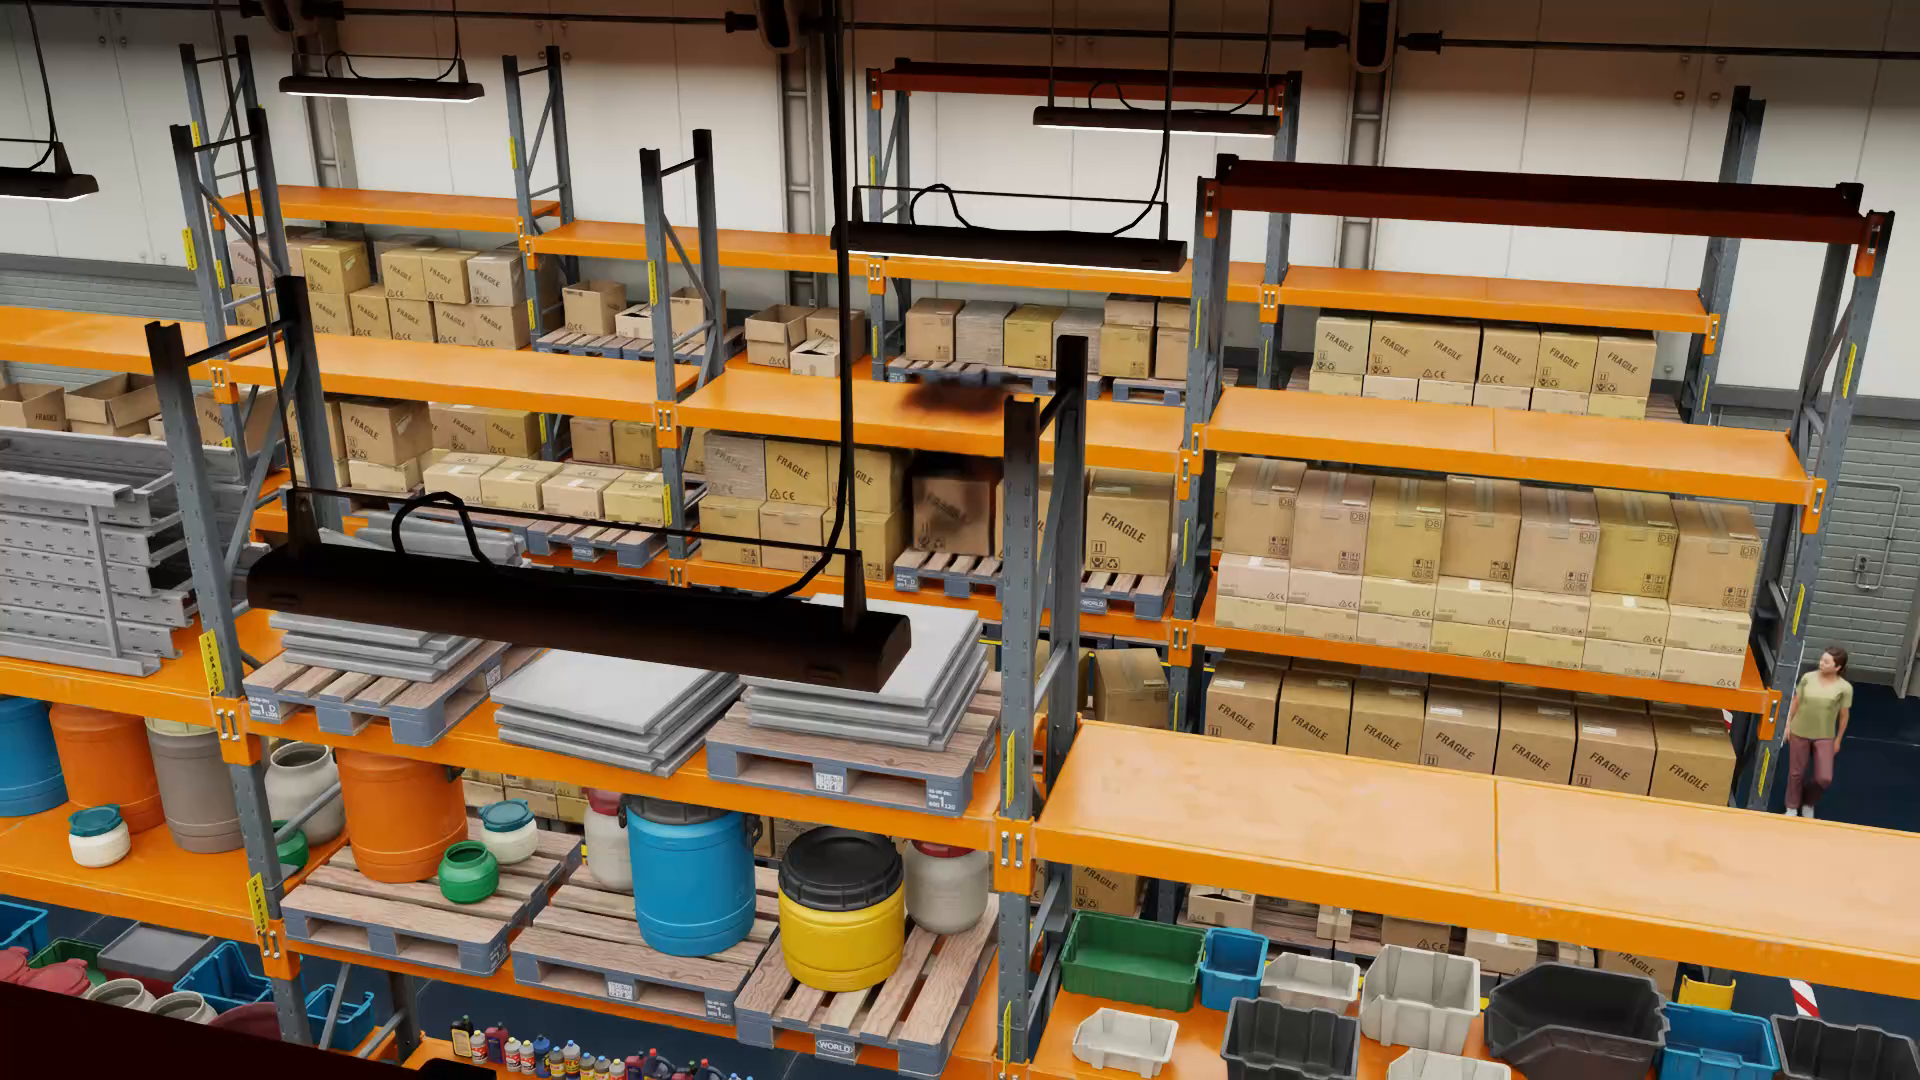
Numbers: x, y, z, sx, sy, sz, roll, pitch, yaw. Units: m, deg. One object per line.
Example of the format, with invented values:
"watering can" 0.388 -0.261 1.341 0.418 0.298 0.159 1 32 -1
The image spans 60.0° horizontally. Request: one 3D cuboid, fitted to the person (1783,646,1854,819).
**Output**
"person" 7.416 1.711 14.443 0.480 1.655 0.470 9 24 21
